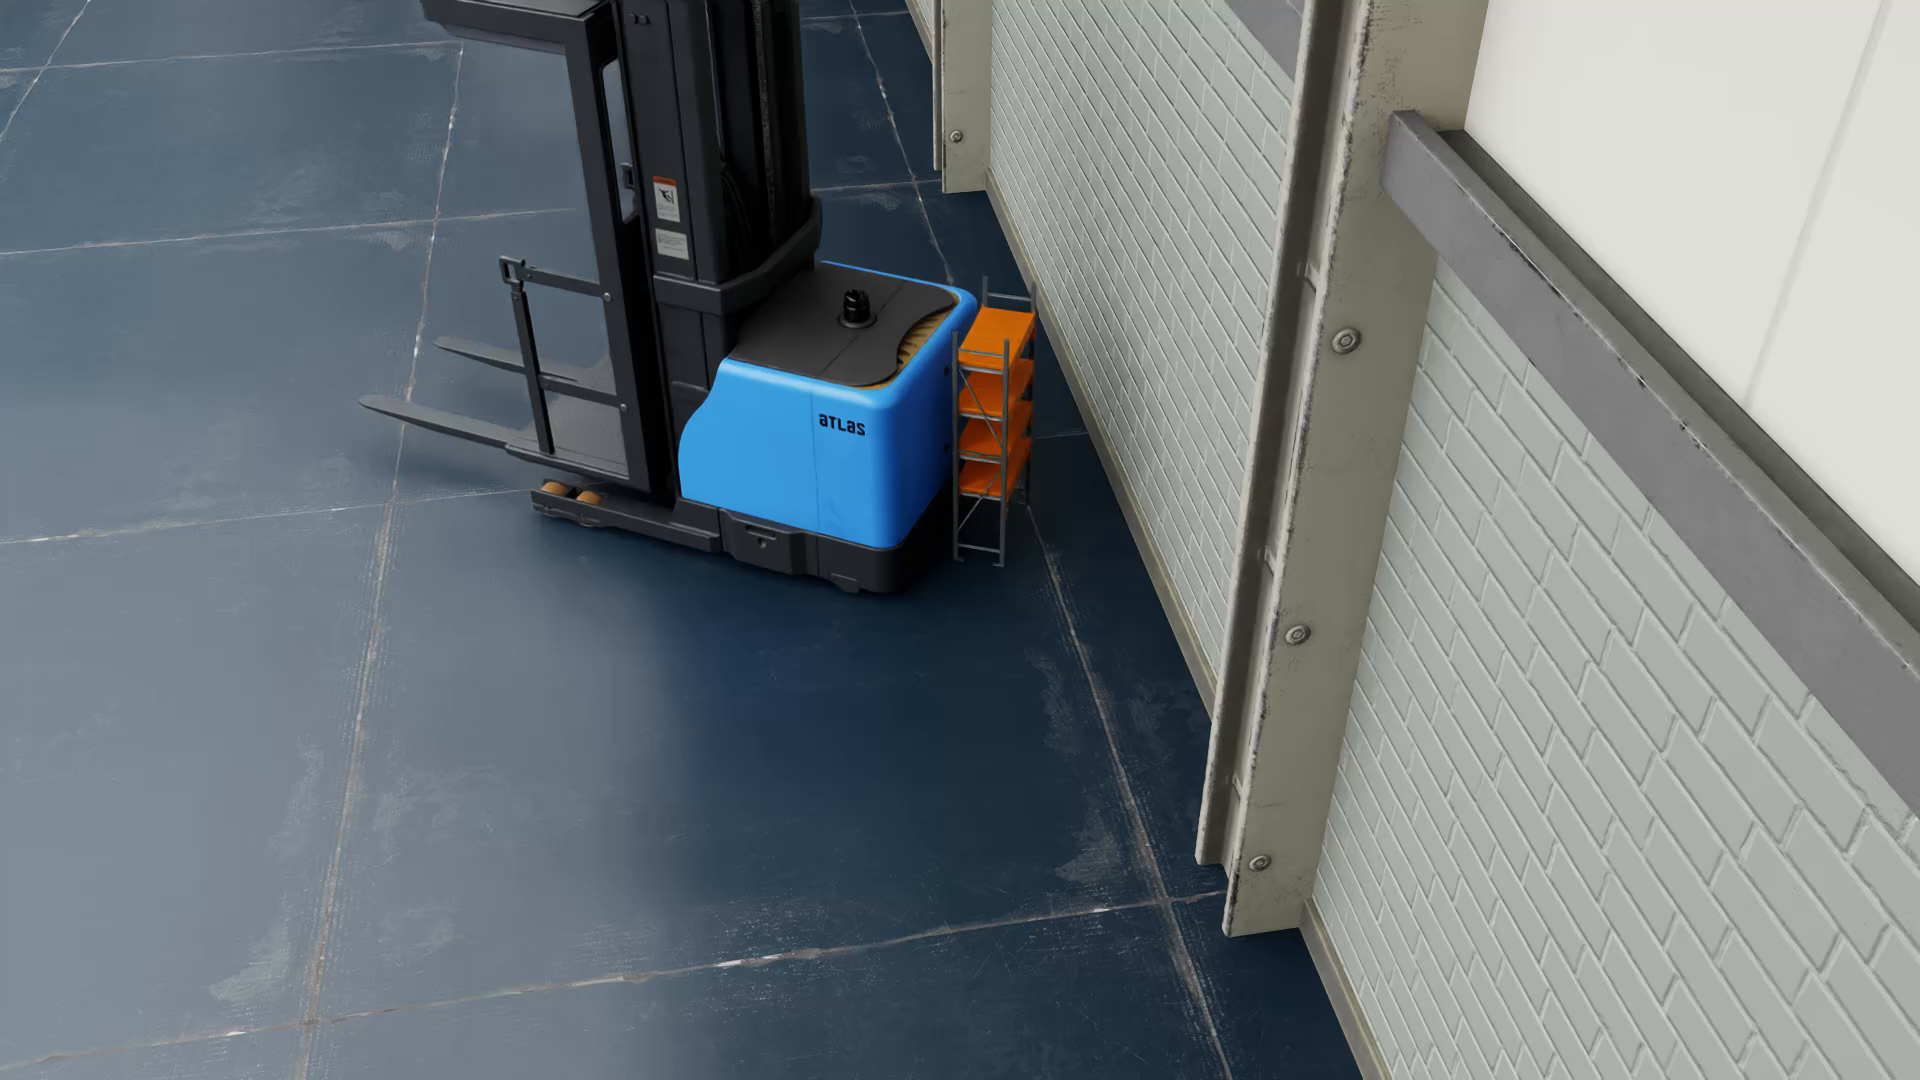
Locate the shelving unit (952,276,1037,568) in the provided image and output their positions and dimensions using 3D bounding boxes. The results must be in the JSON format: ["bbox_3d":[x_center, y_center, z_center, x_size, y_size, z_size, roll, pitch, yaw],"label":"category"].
[{"bbox_3d":[0.152,-0.516,7.436,0.258,1.200,0.503,10,39,12],"label":"shelving unit"}]

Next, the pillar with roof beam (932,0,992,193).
[{"bbox_3d":[-4.225,-5.434,7.410,9.100,9.000,0.400,-6,38,-8],"label":"pillar with roof beam"}]

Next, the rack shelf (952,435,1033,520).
[{"bbox_3d":[0.152,-0.306,7.600,0.258,0.148,0.480,10,39,12],"label":"rack shelf"}]

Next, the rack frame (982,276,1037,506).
[{"bbox_3d":[0.217,-0.661,7.622,0.240,1.200,0.015,10,39,12],"label":"rack frame"}]

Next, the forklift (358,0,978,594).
[{"bbox_3d":[-1.473,-1.501,7.293,3.031,2.935,1.130,14,40,18],"label":"forklift"}]

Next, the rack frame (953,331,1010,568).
[{"bbox_3d":[0.087,-0.372,7.251,0.240,1.200,0.015,10,39,12],"label":"rack frame"}]

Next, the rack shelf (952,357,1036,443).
[{"bbox_3d":[0.152,-0.640,7.341,0.258,0.148,0.480,10,39,12],"label":"rack shelf"}]

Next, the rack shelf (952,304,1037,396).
[{"bbox_3d":[0.152,-0.827,7.195,0.258,0.148,0.480,10,39,12],"label":"rack shelf"}]

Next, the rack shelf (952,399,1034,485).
[{"bbox_3d":[0.152,-0.463,7.478,0.258,0.148,0.480,10,39,12],"label":"rack shelf"}]

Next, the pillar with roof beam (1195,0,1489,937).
[{"bbox_3d":[-3.173,-1.810,2.745,9.100,9.000,0.400,-6,38,-8],"label":"pillar with roof beam"}]
